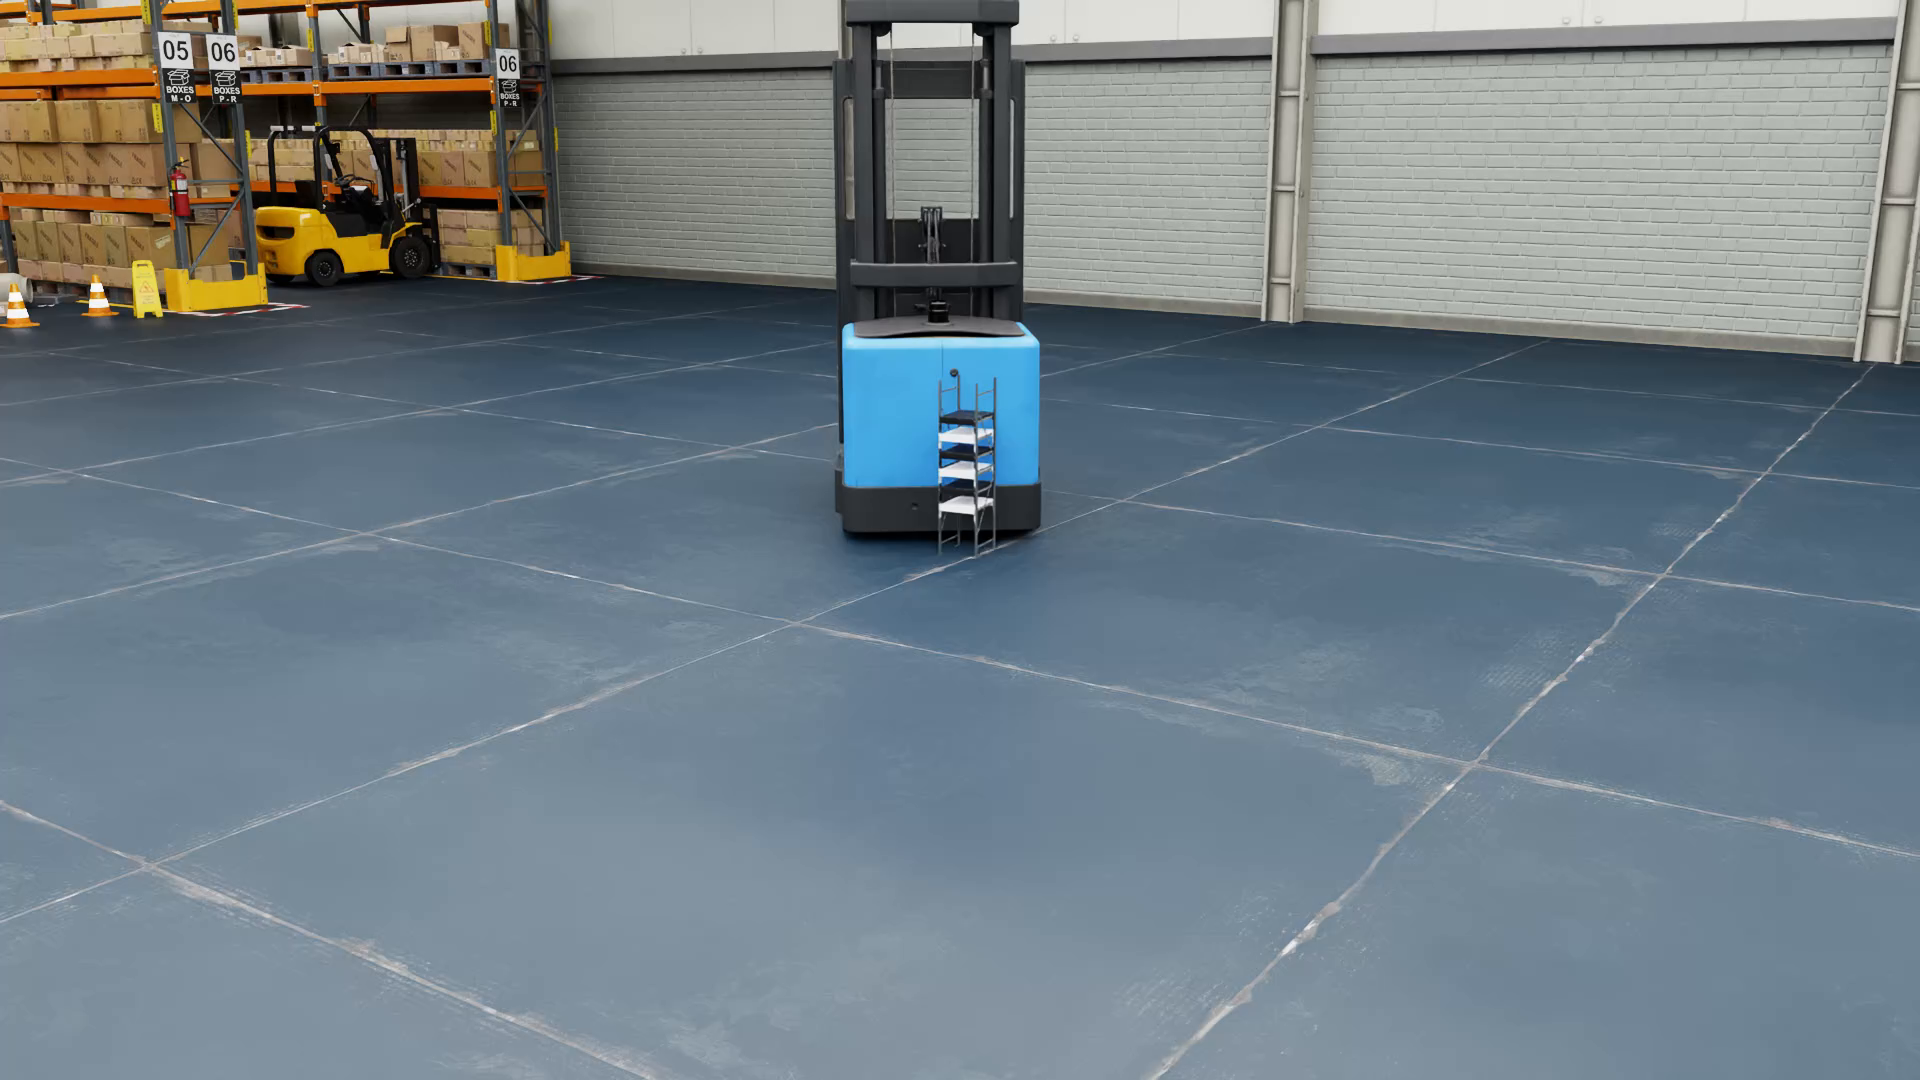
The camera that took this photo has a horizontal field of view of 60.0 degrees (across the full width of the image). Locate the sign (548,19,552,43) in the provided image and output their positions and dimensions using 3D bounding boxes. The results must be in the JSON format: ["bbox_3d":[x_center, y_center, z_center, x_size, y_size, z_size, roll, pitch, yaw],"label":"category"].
[{"bbox_3d":[-5.909,-7.312,23.892,0.005,0.325,0.100,9,17,33],"label":"sign"}]

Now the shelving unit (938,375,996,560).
[{"bbox_3d":[0.038,-0.371,8.450,0.210,0.900,0.258,7,15,25],"label":"shelving unit"}]

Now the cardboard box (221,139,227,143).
[{"bbox_3d":[-11.863,-6.493,27.252,0.250,0.149,0.380,9,17,33],"label":"cardboard box"}]

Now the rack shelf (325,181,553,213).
[{"bbox_3d":[-7.883,-5.202,25.093,4.000,0.370,1.077,9,17,33],"label":"rack shelf"}]

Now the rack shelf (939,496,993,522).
[{"bbox_3d":[0.038,-0.164,8.501,0.200,0.077,0.258,7,15,25],"label":"rack shelf"}]

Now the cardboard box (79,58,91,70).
[{"bbox_3d":[-10.490,-5.797,20.277,0.250,0.149,0.380,9,16,31],"label":"cardboard box"}]

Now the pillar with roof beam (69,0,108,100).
[{"bbox_3d":[-18.658,-9.219,27.339,0.400,9.000,9.100,9,17,33],"label":"pillar with roof beam"}]

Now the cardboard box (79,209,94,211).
[{"bbox_3d":[-15.458,-5.704,29.950,0.500,0.500,0.500,9,16,32],"label":"cardboard box"}]

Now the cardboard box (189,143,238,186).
[{"bbox_3d":[-9.229,-4.605,20.356,0.500,0.500,0.500,9,16,32],"label":"cardboard box"}]

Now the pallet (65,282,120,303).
[{"bbox_3d":[-10.716,-3.229,21.430,1.213,0.211,1.003,9,17,33],"label":"pallet"}]

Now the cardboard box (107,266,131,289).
[{"bbox_3d":[-10.237,-3.288,20.711,0.500,0.250,0.500,9,17,33],"label":"cardboard box"}]

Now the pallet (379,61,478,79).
[{"bbox_3d":[-7.812,-6.960,24.638,1.213,0.211,1.003,9,17,33],"label":"pallet"}]

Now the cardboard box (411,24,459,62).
[{"bbox_3d":[-7.521,-7.208,24.167,0.500,0.500,0.700,9,17,33],"label":"cardboard box"}]

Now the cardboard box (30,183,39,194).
[{"bbox_3d":[-11.751,-4.548,21.477,0.250,0.149,0.380,9,17,33],"label":"cardboard box"}]

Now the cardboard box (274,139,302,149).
[{"bbox_3d":[-10.640,-6.268,26.343,0.250,0.149,0.380,9,16,31],"label":"cardboard box"}]

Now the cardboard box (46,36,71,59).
[{"bbox_3d":[-10.836,-6.039,20.428,0.500,0.250,0.500,9,17,33],"label":"cardboard box"}]

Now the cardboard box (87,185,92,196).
[{"bbox_3d":[-10.678,-4.388,20.828,0.250,0.149,0.380,9,17,33],"label":"cardboard box"}]

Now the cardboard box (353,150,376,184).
[{"bbox_3d":[-8.879,-5.690,25.359,0.500,0.500,0.500,10,17,34],"label":"cardboard box"}]

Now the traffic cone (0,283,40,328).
[{"bbox_3d":[-10.405,-2.595,18.344,0.334,0.463,0.336,9,17,33],"label":"traffic cone"}]

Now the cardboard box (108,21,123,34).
[{"bbox_3d":[-9.851,-6.074,19.737,0.250,0.149,0.380,9,16,32],"label":"cardboard box"}]

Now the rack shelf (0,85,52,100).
[{"bbox_3d":[-13.969,-6.205,22.900,4.000,0.370,1.077,9,17,33],"label":"rack shelf"}]

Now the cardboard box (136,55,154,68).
[{"bbox_3d":[-9.443,-5.619,19.561,0.250,0.149,0.380,9,17,33],"label":"cardboard box"}]

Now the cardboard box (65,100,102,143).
[{"bbox_3d":[-10.433,-5.114,20.330,0.500,0.500,0.700,9,16,32],"label":"cardboard box"}]

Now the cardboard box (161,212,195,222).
[{"bbox_3d":[-13.333,-5.360,28.563,0.500,0.500,0.500,10,17,34],"label":"cardboard box"}]

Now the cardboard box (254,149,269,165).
[{"bbox_3d":[-10.945,-6.142,26.663,0.500,0.250,0.500,10,17,34],"label":"cardboard box"}]

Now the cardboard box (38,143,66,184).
[{"bbox_3d":[-11.261,-4.775,21.044,0.500,0.500,0.500,9,17,32],"label":"cardboard box"}]

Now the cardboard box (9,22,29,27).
[{"bbox_3d":[-12.990,-6.882,22.539,0.500,0.250,0.500,9,16,32],"label":"cardboard box"}]

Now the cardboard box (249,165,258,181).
[{"bbox_3d":[-11.355,-5.969,27.006,0.500,0.250,0.500,10,17,35],"label":"cardboard box"}]

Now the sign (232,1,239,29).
[{"bbox_3d":[-8.688,-6.282,19.895,0.005,0.325,0.100,9,17,33],"label":"sign"}]

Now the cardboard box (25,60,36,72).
[{"bbox_3d":[-11.549,-5.974,20.994,0.250,0.149,0.380,10,17,34],"label":"cardboard box"}]

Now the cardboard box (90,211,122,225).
[{"bbox_3d":[-10.568,-4.002,20.687,0.250,0.149,0.380,10,17,35],"label":"cardboard box"}]

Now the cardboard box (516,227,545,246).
[{"bbox_3d":[-6.498,-4.500,24.565,0.500,0.250,0.500,10,17,34],"label":"cardboard box"}]

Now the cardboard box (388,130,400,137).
[{"bbox_3d":[-8.331,-6.069,24.919,0.250,0.149,0.380,9,17,33],"label":"cardboard box"}]

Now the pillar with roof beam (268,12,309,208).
[{"bbox_3d":[-13.680,-8.415,24.089,0.400,9.000,9.100,9,17,33],"label":"pillar with roof beam"}]

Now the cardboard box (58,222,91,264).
[{"bbox_3d":[-11.091,-3.790,21.180,0.500,0.500,0.500,10,17,36],"label":"cardboard box"}]

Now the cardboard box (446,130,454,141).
[{"bbox_3d":[-7.258,-5.902,24.245,0.250,0.149,0.380,9,17,33],"label":"cardboard box"}]

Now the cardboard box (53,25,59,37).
[{"bbox_3d":[-10.895,-6.251,20.455,0.250,0.149,0.380,10,17,34],"label":"cardboard box"}]

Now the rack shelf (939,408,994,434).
[{"bbox_3d":[0.038,-0.601,8.393,0.200,0.077,0.258,7,15,25],"label":"rack shelf"}]

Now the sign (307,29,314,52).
[{"bbox_3d":[-9.837,-7.570,25.188,0.005,0.325,0.100,9,17,33],"label":"sign"}]

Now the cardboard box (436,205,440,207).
[{"bbox_3d":[-8.185,-5.011,25.592,0.500,0.250,0.500,9,17,33],"label":"cardboard box"}]

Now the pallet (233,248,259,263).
[{"bbox_3d":[-11.192,-4.721,27.453,1.213,0.211,1.003,9,17,33],"label":"pallet"}]

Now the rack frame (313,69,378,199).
[{"bbox_3d":[-9.543,-5.820,26.090,0.127,3.000,1.000,9,17,33],"label":"rack frame"}]

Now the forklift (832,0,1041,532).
[{"bbox_3d":[-0.193,-1.762,9.840,1.130,2.935,3.031,-1,14,-4],"label":"forklift"}]

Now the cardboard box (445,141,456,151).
[{"bbox_3d":[-7.277,-5.748,24.243,0.250,0.149,0.380,9,17,32],"label":"cardboard box"}]

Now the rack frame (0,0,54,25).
[{"bbox_3d":[-12.310,-7.742,21.369,0.127,3.000,1.000,9,17,33],"label":"rack frame"}]

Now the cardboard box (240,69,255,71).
[{"bbox_3d":[-12.118,-7.946,27.666,0.500,0.250,0.500,9,17,33],"label":"cardboard box"}]

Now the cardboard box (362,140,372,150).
[{"bbox_3d":[-8.814,-5.976,25.165,0.250,0.149,0.380,10,17,34],"label":"cardboard box"}]

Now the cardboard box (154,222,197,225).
[{"bbox_3d":[-9.962,-3.762,21.065,0.500,0.500,0.500,8,16,31],"label":"cardboard box"}]

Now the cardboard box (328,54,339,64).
[{"bbox_3d":[-9.340,-7.285,25.210,0.250,0.149,0.380,10,17,34],"label":"cardboard box"}]

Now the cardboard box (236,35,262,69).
[{"bbox_3d":[-11.552,-7.831,26.682,0.500,0.500,0.500,10,17,34],"label":"cardboard box"}]

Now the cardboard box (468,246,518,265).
[{"bbox_3d":[-6.790,-4.152,24.203,0.500,0.250,0.500,9,17,33],"label":"cardboard box"}]

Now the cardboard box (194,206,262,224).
[{"bbox_3d":[-12.352,-5.321,28.143,0.625,0.625,0.875,10,17,35],"label":"cardboard box"}]

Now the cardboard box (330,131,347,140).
[{"bbox_3d":[-9.444,-6.226,25.553,0.250,0.149,0.380,10,17,34],"label":"cardboard box"}]

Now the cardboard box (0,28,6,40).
[{"bbox_3d":[-11.999,-6.414,21.113,0.250,0.149,0.380,10,17,34],"label":"cardboard box"}]

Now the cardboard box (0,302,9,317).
[{"bbox_3d":[-11.205,-2.682,19.349,0.380,0.149,0.250,-7,15,-25],"label":"cardboard box"}]

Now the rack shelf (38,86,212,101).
[{"bbox_3d":[-14.521,-7.731,29.067,4.000,0.370,1.077,9,17,33],"label":"rack shelf"}]

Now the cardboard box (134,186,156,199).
[{"bbox_3d":[-9.693,-4.190,20.032,0.250,0.149,0.380,9,16,32],"label":"cardboard box"}]

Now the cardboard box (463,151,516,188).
[{"bbox_3d":[-6.779,-5.345,23.966,0.500,0.500,0.500,9,16,32],"label":"cardboard box"}]
